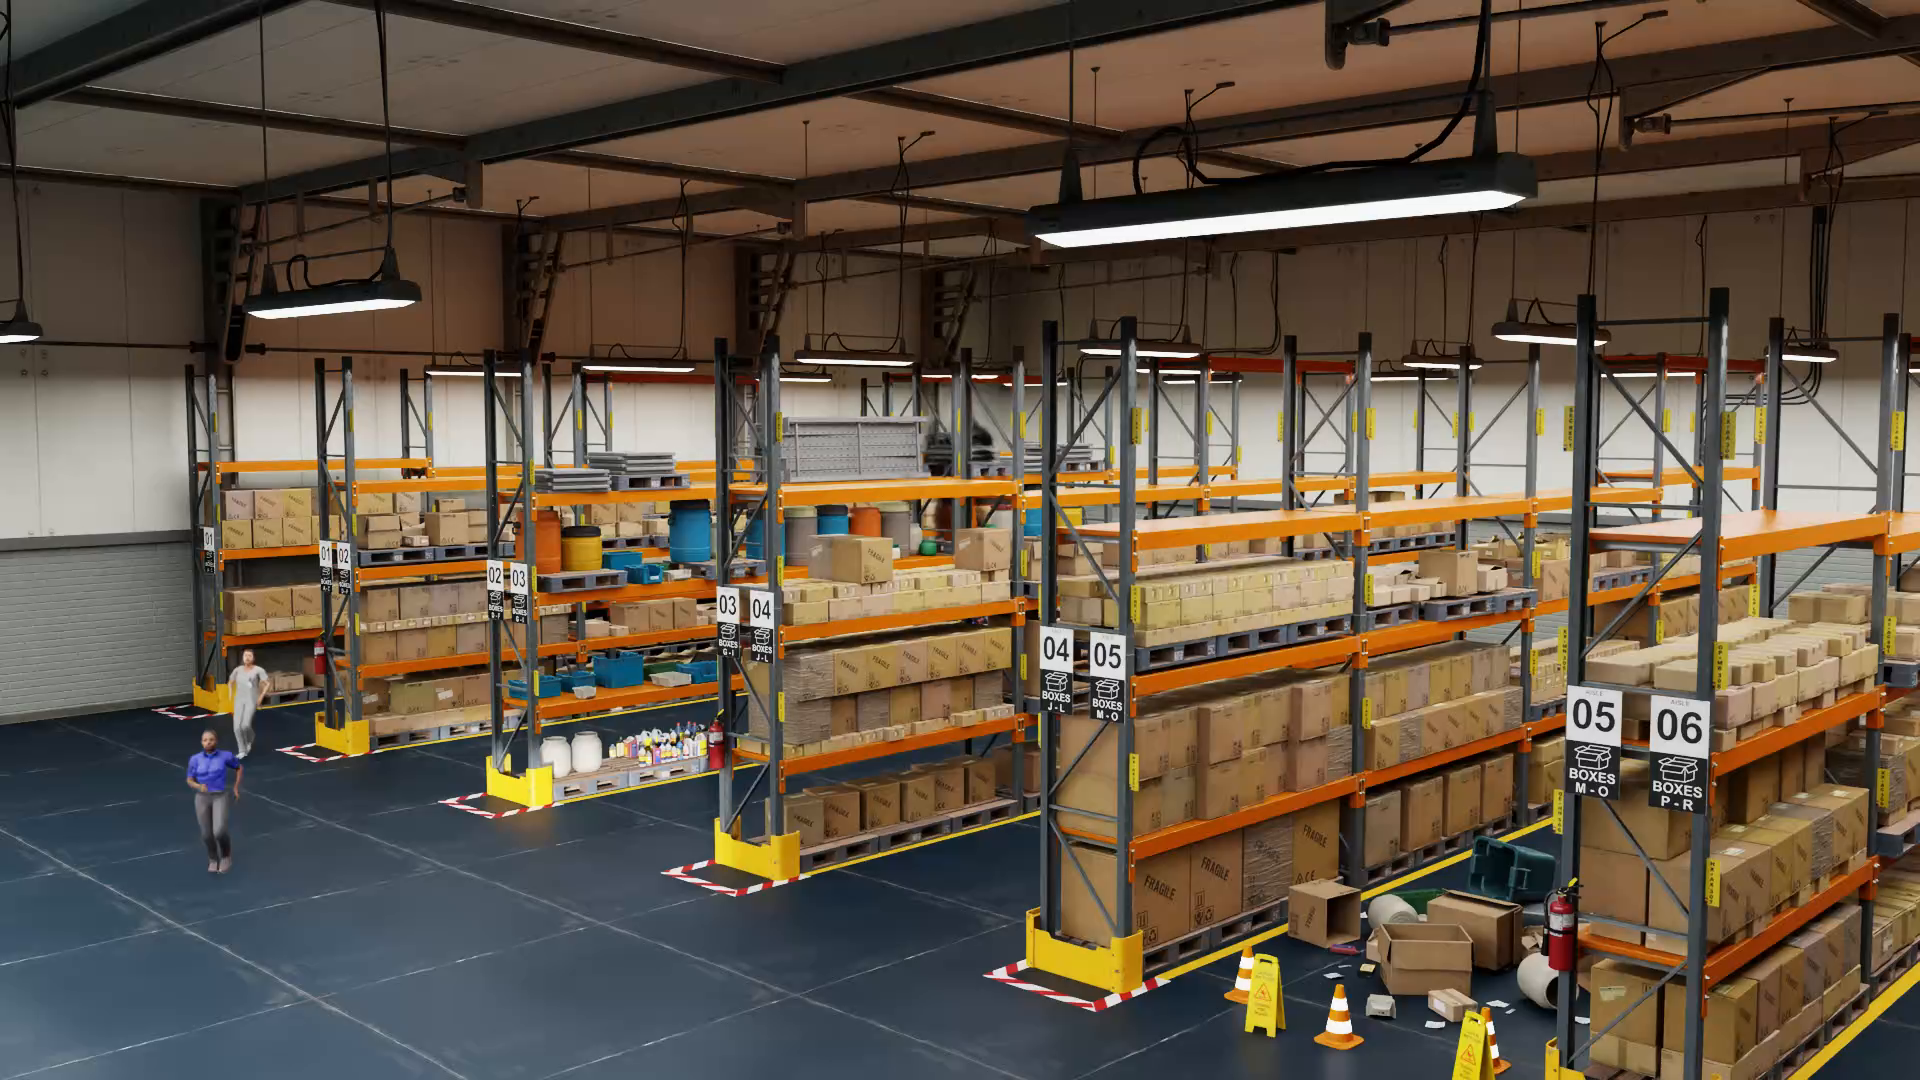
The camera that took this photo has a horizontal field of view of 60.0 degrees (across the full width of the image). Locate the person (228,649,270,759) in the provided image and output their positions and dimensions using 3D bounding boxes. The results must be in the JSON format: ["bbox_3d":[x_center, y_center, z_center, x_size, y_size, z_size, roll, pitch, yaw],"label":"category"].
[{"bbox_3d":[-10.669,2.452,24.850,0.592,1.644,0.492,0,4,-2],"label":"person"}]

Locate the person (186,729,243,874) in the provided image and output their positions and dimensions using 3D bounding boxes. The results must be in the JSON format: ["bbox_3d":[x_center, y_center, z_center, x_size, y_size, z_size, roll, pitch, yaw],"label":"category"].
[{"bbox_3d":[-8.311,2.922,18.519,0.549,1.628,0.649,-1,5,-14],"label":"person"}]
